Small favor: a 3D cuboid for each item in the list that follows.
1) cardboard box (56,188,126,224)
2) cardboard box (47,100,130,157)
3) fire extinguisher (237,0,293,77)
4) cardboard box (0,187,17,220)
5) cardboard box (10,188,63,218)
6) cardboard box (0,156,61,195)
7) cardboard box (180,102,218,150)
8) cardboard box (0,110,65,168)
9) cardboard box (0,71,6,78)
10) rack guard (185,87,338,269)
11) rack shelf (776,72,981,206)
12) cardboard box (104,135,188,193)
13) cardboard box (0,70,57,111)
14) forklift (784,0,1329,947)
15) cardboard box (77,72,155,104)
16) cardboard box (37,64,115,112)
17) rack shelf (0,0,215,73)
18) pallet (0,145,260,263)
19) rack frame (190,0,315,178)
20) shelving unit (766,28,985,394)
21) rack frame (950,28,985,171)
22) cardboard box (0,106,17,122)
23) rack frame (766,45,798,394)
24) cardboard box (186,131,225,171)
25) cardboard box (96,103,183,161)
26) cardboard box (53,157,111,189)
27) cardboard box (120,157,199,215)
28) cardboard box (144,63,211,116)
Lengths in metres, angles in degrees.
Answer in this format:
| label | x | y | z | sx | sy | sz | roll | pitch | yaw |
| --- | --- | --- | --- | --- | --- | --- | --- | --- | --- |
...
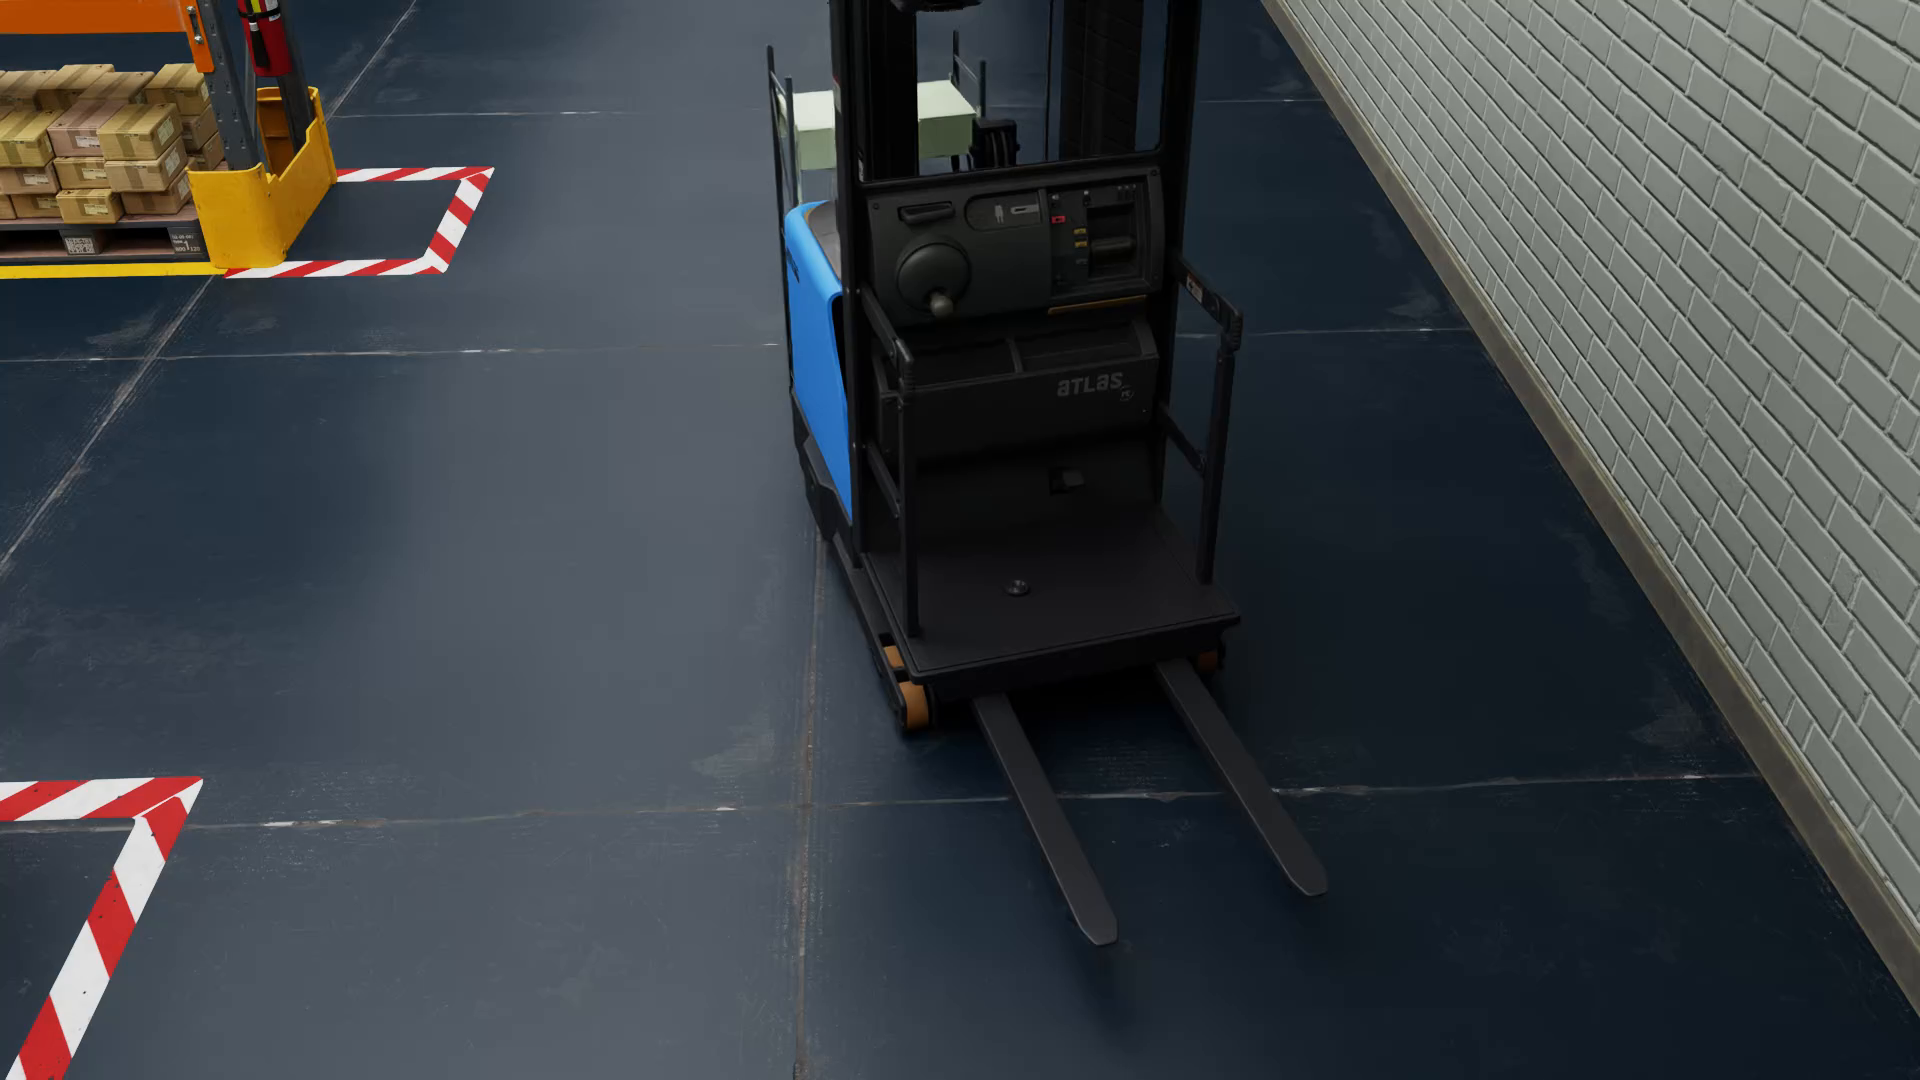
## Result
| label | x | y | z | sx | sy | sz | roll | pitch | yaw |
| --- | --- | --- | --- | --- | --- | --- | --- | --- | --- |
| cardboard box | -4.243 | -1.707 | 8.217 | 0.250 | 0.149 | 0.380 | -1 | 35 | -1 |
| cardboard box | -4.246 | -2.016 | 8.141 | 0.250 | 0.149 | 0.380 | -1 | 35 | -1 |
| fire extinguisher | -3.202 | -2.463 | 7.569 | 0.183 | 0.674 | 0.296 | -2 | 35 | -2 |
| cardboard box | -4.757 | -1.735 | 8.257 | 0.250 | 0.149 | 0.380 | -1 | 35 | -2 |
| cardboard box | -4.511 | -1.749 | 8.277 | 0.250 | 0.149 | 0.380 | -2 | 35 | -2 |
| cardboard box | -4.508 | -1.835 | 8.140 | 0.250 | 0.149 | 0.380 | -3 | 35 | -4 |
| cardboard box | -4.011 | -2.158 | 8.607 | 0.250 | 0.149 | 0.380 | 0 | 35 | 0 |
| cardboard box | -4.499 | -1.937 | 8.026 | 0.250 | 0.149 | 0.380 | -2 | 35 | -3 |
| cardboard box | -5.063 | -2.262 | 8.496 | 0.250 | 0.149 | 0.380 | 0 | 35 | 0 |
| rack guard | -3.551 | -1.874 | 8.518 | 0.348 | 0.500 | 1.175 | -2 | 35 | -2 |
| rack shelf | -0.322 | -1.540 | 6.465 | 0.720 | 0.370 | 0.431 | -9 | 35 | -13 |
| cardboard box | -3.989 | -1.850 | 8.162 | 0.250 | 0.149 | 0.380 | -2 | 35 | -4 |
| cardboard box | -4.786 | -2.264 | 8.499 | 0.250 | 0.149 | 0.380 | -3 | 35 | -5 |
| forklift | 0.243 | -0.843 | 4.893 | 1.130 | 2.935 | 3.031 | -10 | 36 | -14 |
| cardboard box | -4.284 | -2.252 | 8.481 | 0.250 | 0.149 | 0.380 | -1 | 35 | -1 |
| cardboard box | -4.542 | -2.318 | 8.577 | 0.250 | 0.149 | 0.380 | -2 | 35 | -2 |
| rack shelf | -5.473 | -2.554 | 7.937 | 4.000 | 0.370 | 1.077 | -2 | 35 | -2 |
| pallet | -4.364 | -1.753 | 8.598 | 1.213 | 0.211 | 1.003 | -2 | 35 | -2 |
| rack frame | -3.475 | -2.904 | 7.810 | 0.127 | 3.000 | 1.000 | -2 | 35 | -2 |
| shelving unit | -0.321 | -1.216 | 6.683 | 0.755 | 1.500 | 0.431 | -9 | 35 | -13 |
| rack frame | 0.031 | -1.274 | 6.766 | 0.023 | 1.500 | 0.400 | -9 | 35 | -13 |
| cardboard box | -4.760 | -1.966 | 8.068 | 0.250 | 0.149 | 0.380 | -3 | 35 | -4 |
| rack frame | -0.672 | -1.158 | 6.599 | 0.023 | 1.500 | 0.400 | -9 | 35 | -13 |
| cardboard box | -4.014 | -2.072 | 8.744 | 0.250 | 0.149 | 0.380 | -1 | 35 | -1 |
| cardboard box | -3.992 | -1.990 | 8.103 | 0.250 | 0.149 | 0.380 | -1 | 35 | -2 |
| cardboard box | -4.253 | -1.873 | 8.196 | 0.250 | 0.149 | 0.380 | -2 | 35 | -3 |
| cardboard box | -3.991 | -1.771 | 8.310 | 0.250 | 0.149 | 0.380 | -1 | 35 | -1 |
| cardboard box | -4.015 | -2.328 | 8.591 | 0.250 | 0.149 | 0.380 | -3 | 35 | -4 |
